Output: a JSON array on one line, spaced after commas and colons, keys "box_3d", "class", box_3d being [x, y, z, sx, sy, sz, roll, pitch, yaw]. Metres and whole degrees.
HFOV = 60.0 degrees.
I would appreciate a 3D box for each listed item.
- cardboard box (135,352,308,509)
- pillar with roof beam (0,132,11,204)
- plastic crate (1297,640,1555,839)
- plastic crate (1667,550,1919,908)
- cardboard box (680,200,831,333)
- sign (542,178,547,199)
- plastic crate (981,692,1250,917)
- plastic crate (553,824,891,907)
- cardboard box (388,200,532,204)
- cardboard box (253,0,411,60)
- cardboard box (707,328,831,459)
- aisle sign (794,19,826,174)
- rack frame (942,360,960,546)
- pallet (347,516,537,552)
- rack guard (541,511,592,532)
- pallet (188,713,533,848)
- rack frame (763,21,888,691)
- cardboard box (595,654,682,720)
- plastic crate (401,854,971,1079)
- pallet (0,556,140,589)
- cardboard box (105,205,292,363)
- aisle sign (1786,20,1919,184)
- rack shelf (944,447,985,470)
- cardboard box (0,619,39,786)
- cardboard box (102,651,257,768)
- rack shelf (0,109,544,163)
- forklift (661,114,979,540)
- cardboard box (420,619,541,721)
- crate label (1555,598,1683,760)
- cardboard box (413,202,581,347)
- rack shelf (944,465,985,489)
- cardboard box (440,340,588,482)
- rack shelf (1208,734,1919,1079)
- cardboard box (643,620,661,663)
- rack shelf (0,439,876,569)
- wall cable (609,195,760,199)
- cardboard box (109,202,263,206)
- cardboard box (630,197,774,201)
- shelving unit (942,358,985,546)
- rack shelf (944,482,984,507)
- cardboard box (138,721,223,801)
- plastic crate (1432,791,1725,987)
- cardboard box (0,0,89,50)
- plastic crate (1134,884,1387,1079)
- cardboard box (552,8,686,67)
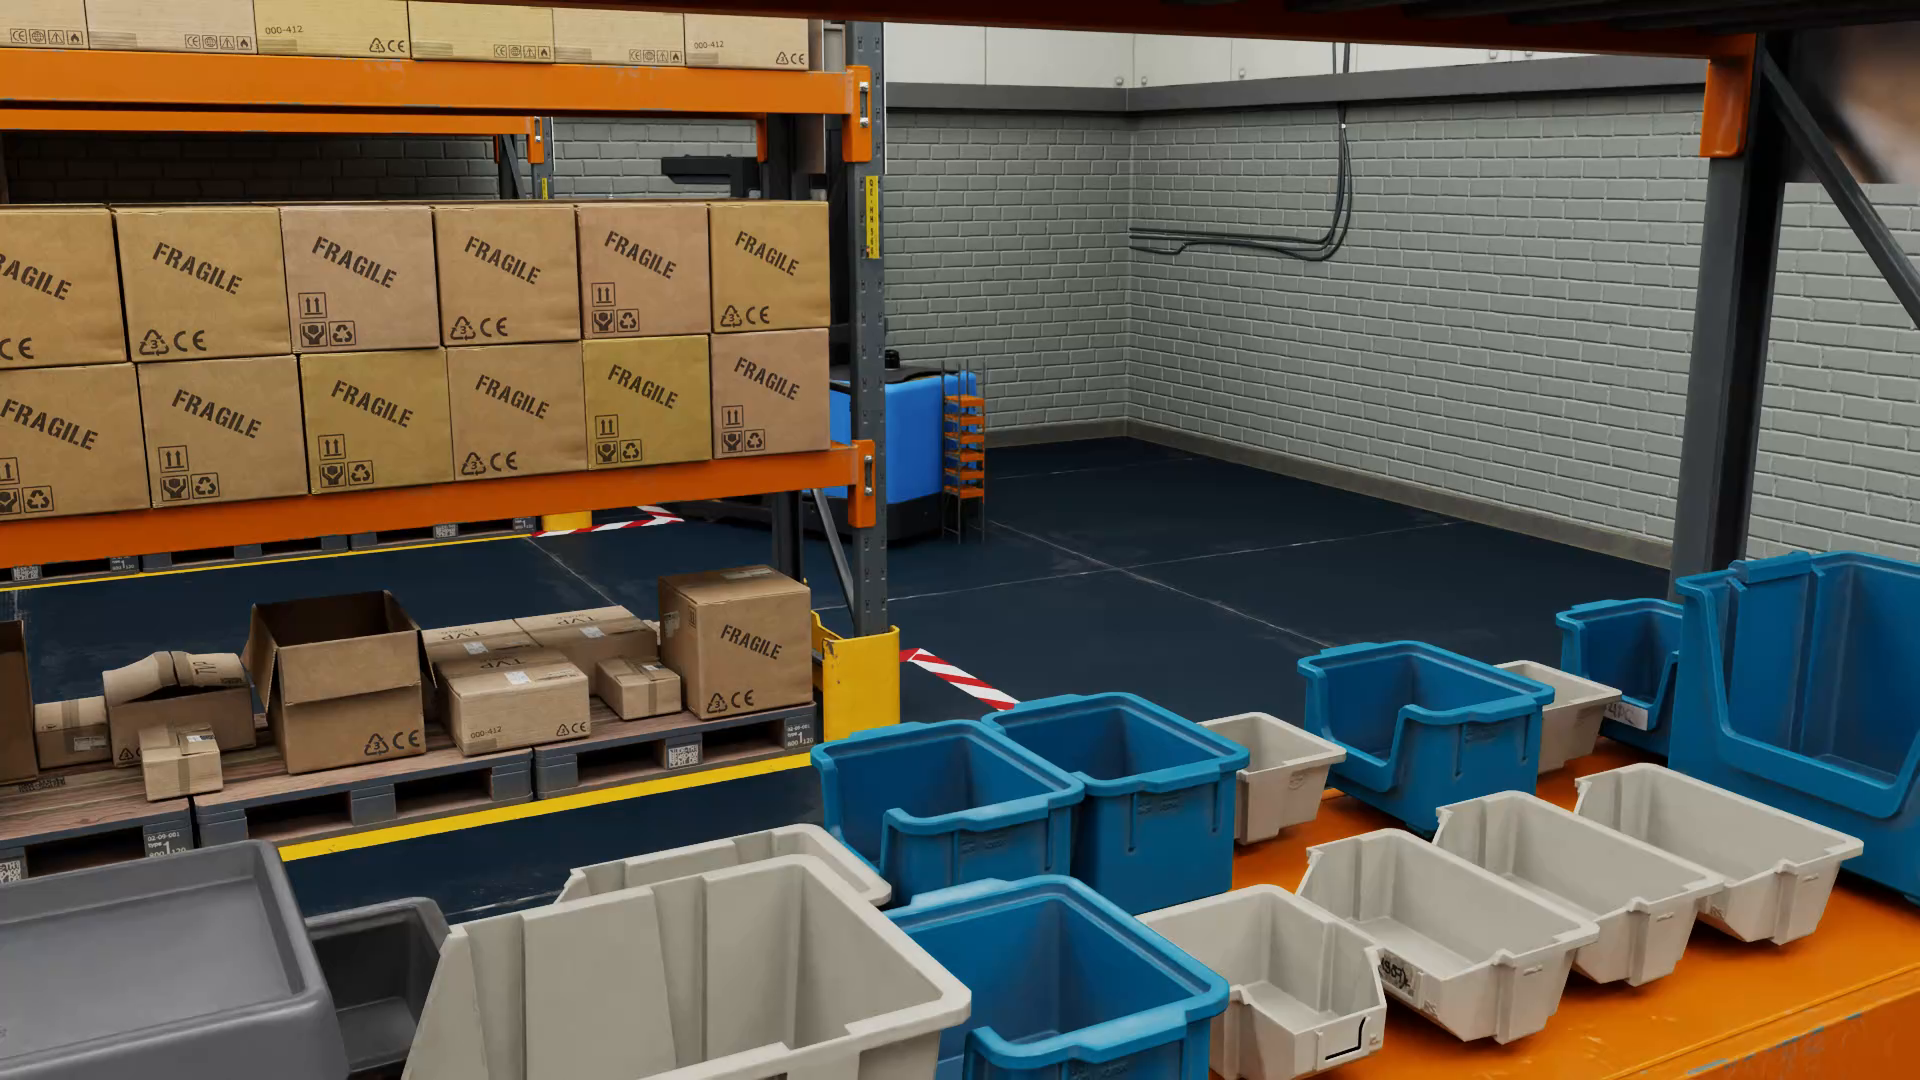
[{"box_3d": [-2.646, -0.423, 5.930, 0.500, 0.500, 0.500, -7, 14, -28], "class": "cardboard box"}, {"box_3d": [-4.226, -3.558, 6.425, 0.400, 9.000, 9.100, -7, 14, -28], "class": "pillar with roof beam"}, {"box_3d": [0.817, 0.352, 2.959, 0.300, 0.233, 0.416, -7, 14, -28], "class": "plastic crate"}, {"box_3d": [1.565, 0.292, 2.762, 0.499, 0.435, 0.616, -7, 14, -28], "class": "plastic crate"}, {"box_3d": [-0.860, -1.124, 6.768, 0.500, 0.500, 0.500, -7, 14, -28], "class": "cardboard box"}, {"box_3d": [-2.730, -2.216, 10.948, 0.005, 0.325, 0.100, -7, 14, -28], "class": "sign"}, {"box_3d": [0.239, 0.421, 2.651, 0.300, 0.233, 0.416, -7, 14, -28], "class": "plastic crate"}, {"box_3d": [-0.357, 0.547, 2.313, 0.466, 0.136, 0.293, -7, 14, -28], "class": "plastic crate"}, {"box_3d": [-2.014, -1.120, 6.749, 0.500, 0.500, 0.500, -7, 14, -27], "class": "cardboard box"}, {"box_3d": [-2.249, -1.818, 5.864, 0.500, 0.250, 0.500, -7, 14, -28], "class": "cardboard box"}, {"box_3d": [-0.864, -0.637, 6.879, 0.500, 0.500, 0.500, -6, 14, -26], "class": "cardboard box"}, {"box_3d": [-0.682, -2.020, 7.330, 0.004, 0.787, 0.394, -7, 14, -28], "class": "aisle sign"}, {"box_3d": [-0.059, -0.570, 10.906, 0.006, 1.200, 0.240, -7, 15, -28], "class": "rack frame"}, {"box_3d": [-3.642, -0.182, 11.438, 1.213, 0.211, 1.003, -7, 14, -28], "class": "pallet"}, {"box_3d": [-2.957, -0.425, 11.858, 0.348, 0.500, 1.175, -7, 14, -28], "class": "rack guard"}, {"box_3d": [-2.437, 0.893, 6.663, 1.213, 0.211, 1.003, -7, 14, -28], "class": "pallet"}, {"box_3d": [-0.601, -0.687, 7.332, 0.127, 3.000, 1.000, -7, 14, -28], "class": "rack frame"}, {"box_3d": [-1.359, 0.610, 7.017, 0.250, 0.166, 0.380, -7, 14, -28], "class": "cardboard box"}, {"box_3d": [-0.313, 0.592, 1.781, 0.530, 0.282, 0.437, -7, 14, -28], "class": "plastic crate"}, {"box_3d": [-5.784, 0.075, 10.297, 1.213, 0.211, 1.003, -7, 14, -28], "class": "pallet"}, {"box_3d": [-2.660, -0.907, 5.802, 0.500, 0.500, 0.500, -7, 15, -30], "class": "cardboard box"}, {"box_3d": [1.690, -1.066, 3.091, 0.004, 0.787, 0.394, -7, 14, -28], "class": "aisle sign"}, {"box_3d": [0.020, -0.536, 10.960, 0.180, 0.103, 0.258, -7, 15, -28], "class": "rack shelf"}, {"box_3d": [-3.748, 0.624, 6.198, 0.500, 0.500, 0.500, -7, 14, -28], "class": "cardboard box"}, {"box_3d": [-3.090, 0.637, 6.569, 0.500, 0.311, 0.500, -7, 14, -28], "class": "cardboard box"}, {"box_3d": [-4.733, -2.544, 10.387, 4.000, 0.370, 1.077, -7, 14, -28], "class": "rack shelf"}, {"box_3d": [-1.366, -1.635, 11.700, 3.031, 2.935, 1.130, 9, 15, 35], "class": "forklift"}, {"box_3d": [-2.092, 0.547, 7.107, 0.500, 0.250, 0.500, -7, 14, -28], "class": "cardboard box"}, {"box_3d": [1.395, 0.282, 3.267, 0.303, 0.233, 0.416, -7, 14, -28], "class": "crate label"}, {"box_3d": [-1.756, -1.015, 6.284, 0.500, 0.500, 0.500, -6, 14, -26], "class": "cardboard box"}, {"box_3d": [0.020, -0.419, 10.986, 0.180, 0.103, 0.258, -7, 15, -28], "class": "rack shelf"}, {"box_3d": [-1.758, -0.530, 6.404, 0.500, 0.500, 0.500, -7, 14, -27], "class": "cardboard box"}, {"box_3d": [0.014, 0.829, 2.233, 4.000, 0.370, 1.077, -7, 14, -28], "class": "rack shelf"}, {"box_3d": [-1.353, 0.484, 7.576, 0.250, 0.166, 0.380, -7, 14, -28], "class": "cardboard box"}, {"box_3d": [-2.357, -0.126, 6.476, 4.000, 0.370, 1.077, -7, 14, -28], "class": "rack shelf"}, {"box_3d": [-2.307, -2.454, 12.869, 1.851, 1.984, 0.084, -7, 14, -28], "class": "wall cable"}, {"box_3d": [-2.901, -1.014, 6.277, 0.500, 0.500, 0.500, -7, 14, -27], "class": "cardboard box"}, {"box_3d": [-1.117, -1.228, 7.230, 0.500, 0.500, 0.500, -6, 14, -26], "class": "cardboard box"}, {"box_3d": [0.021, -0.580, 10.950, 0.189, 1.200, 0.258, -7, 15, -28], "class": "shelving unit"}, {"box_3d": [0.020, -0.302, 11.013, 0.180, 0.103, 0.258, -7, 15, -28], "class": "rack shelf"}, {"box_3d": [-2.885, 0.806, 6.149, 0.250, 0.166, 0.380, -7, 14, -28], "class": "cardboard box"}, {"box_3d": [0.879, 0.515, 2.452, 0.243, 0.136, 0.396, -7, 14, -28], "class": "plastic crate"}, {"box_3d": [-3.126, -1.712, 5.395, 0.500, 0.250, 0.500, -7, 14, -28], "class": "cardboard box"}, {"box_3d": [0.395, 0.584, 2.146, 0.250, 0.136, 0.298, -7, 14, -28], "class": "plastic crate"}, {"box_3d": [-1.370, -1.922, 6.329, 0.500, 0.250, 0.500, -7, 14, -28], "class": "cardboard box"}]
